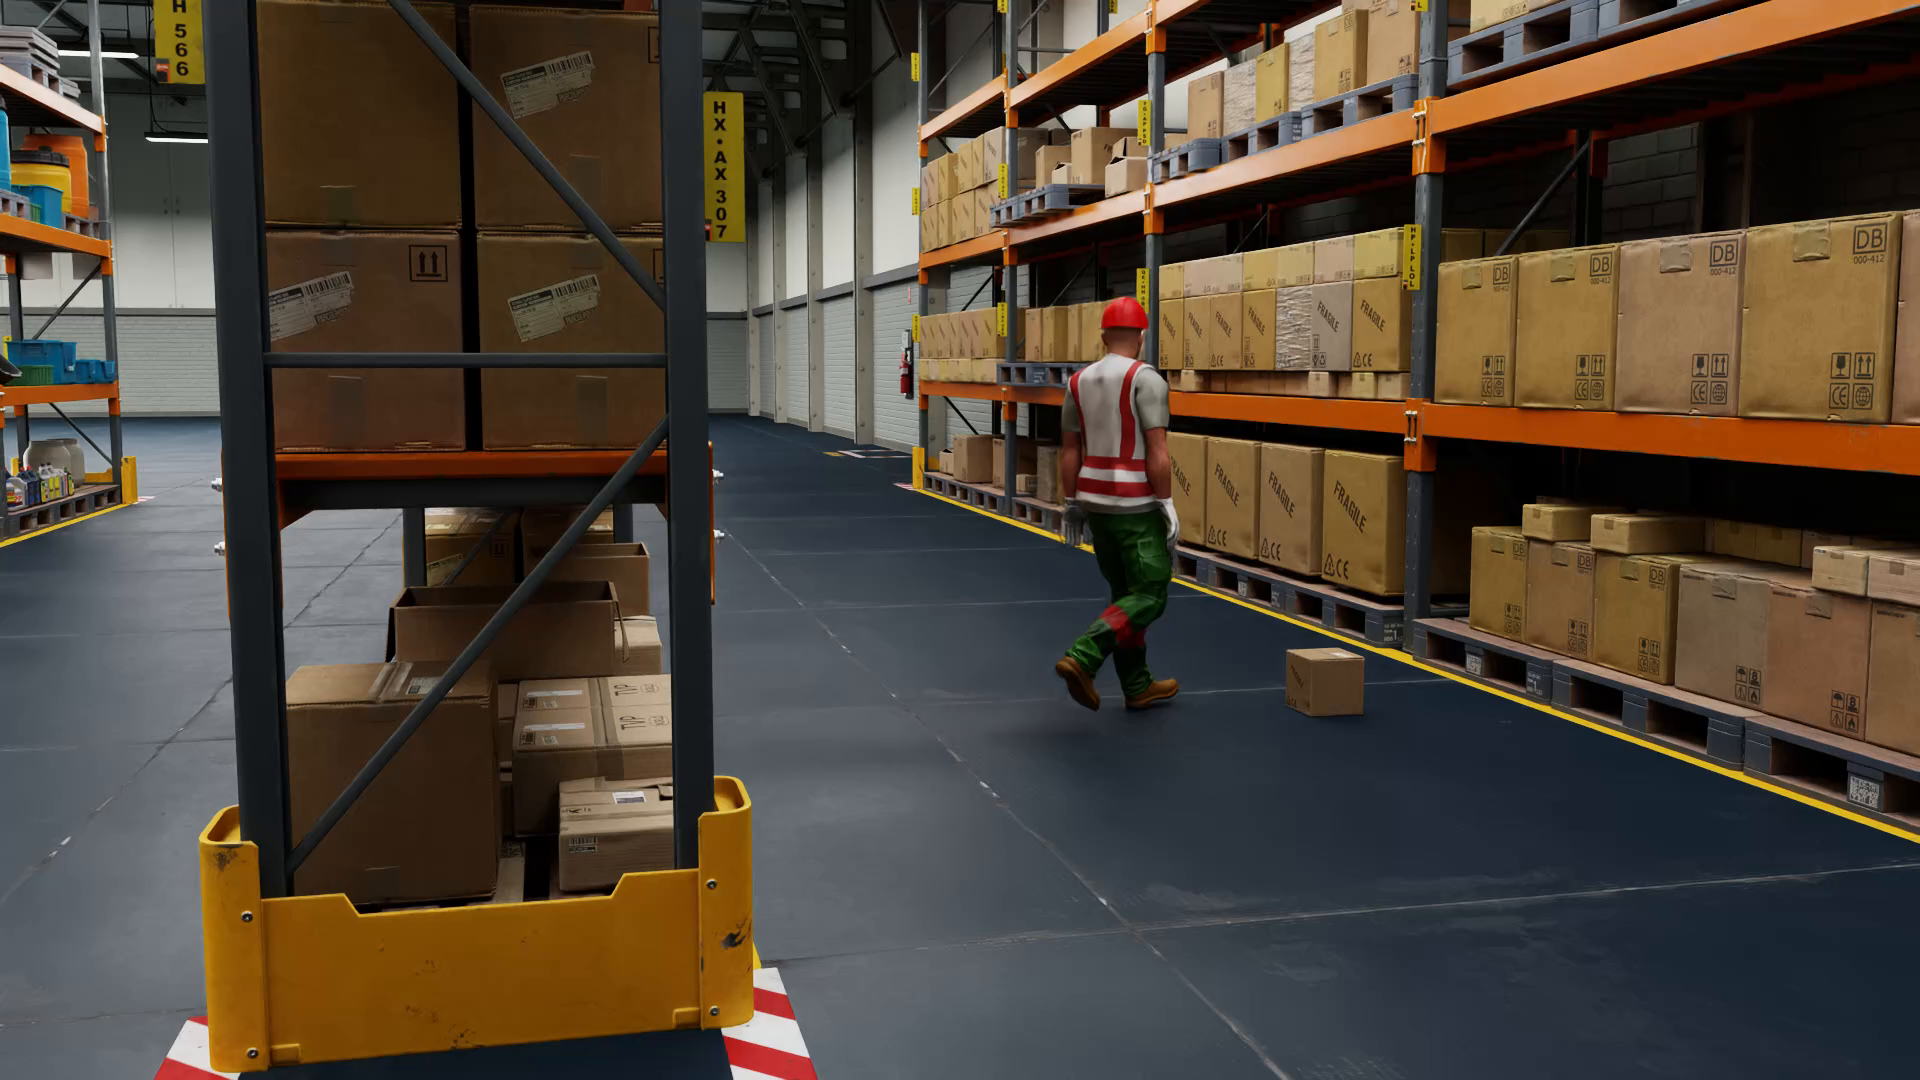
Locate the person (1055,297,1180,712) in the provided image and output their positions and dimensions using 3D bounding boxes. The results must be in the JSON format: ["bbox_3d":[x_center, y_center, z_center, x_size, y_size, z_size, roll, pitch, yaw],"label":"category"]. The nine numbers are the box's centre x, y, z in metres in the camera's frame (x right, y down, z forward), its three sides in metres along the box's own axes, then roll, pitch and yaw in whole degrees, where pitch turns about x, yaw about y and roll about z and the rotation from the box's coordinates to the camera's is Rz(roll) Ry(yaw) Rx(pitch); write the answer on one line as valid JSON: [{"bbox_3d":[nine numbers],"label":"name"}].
[{"bbox_3d":[0.678,-0.132,7.027,0.850,1.776,0.601,-5,8,-38],"label":"person"}]
